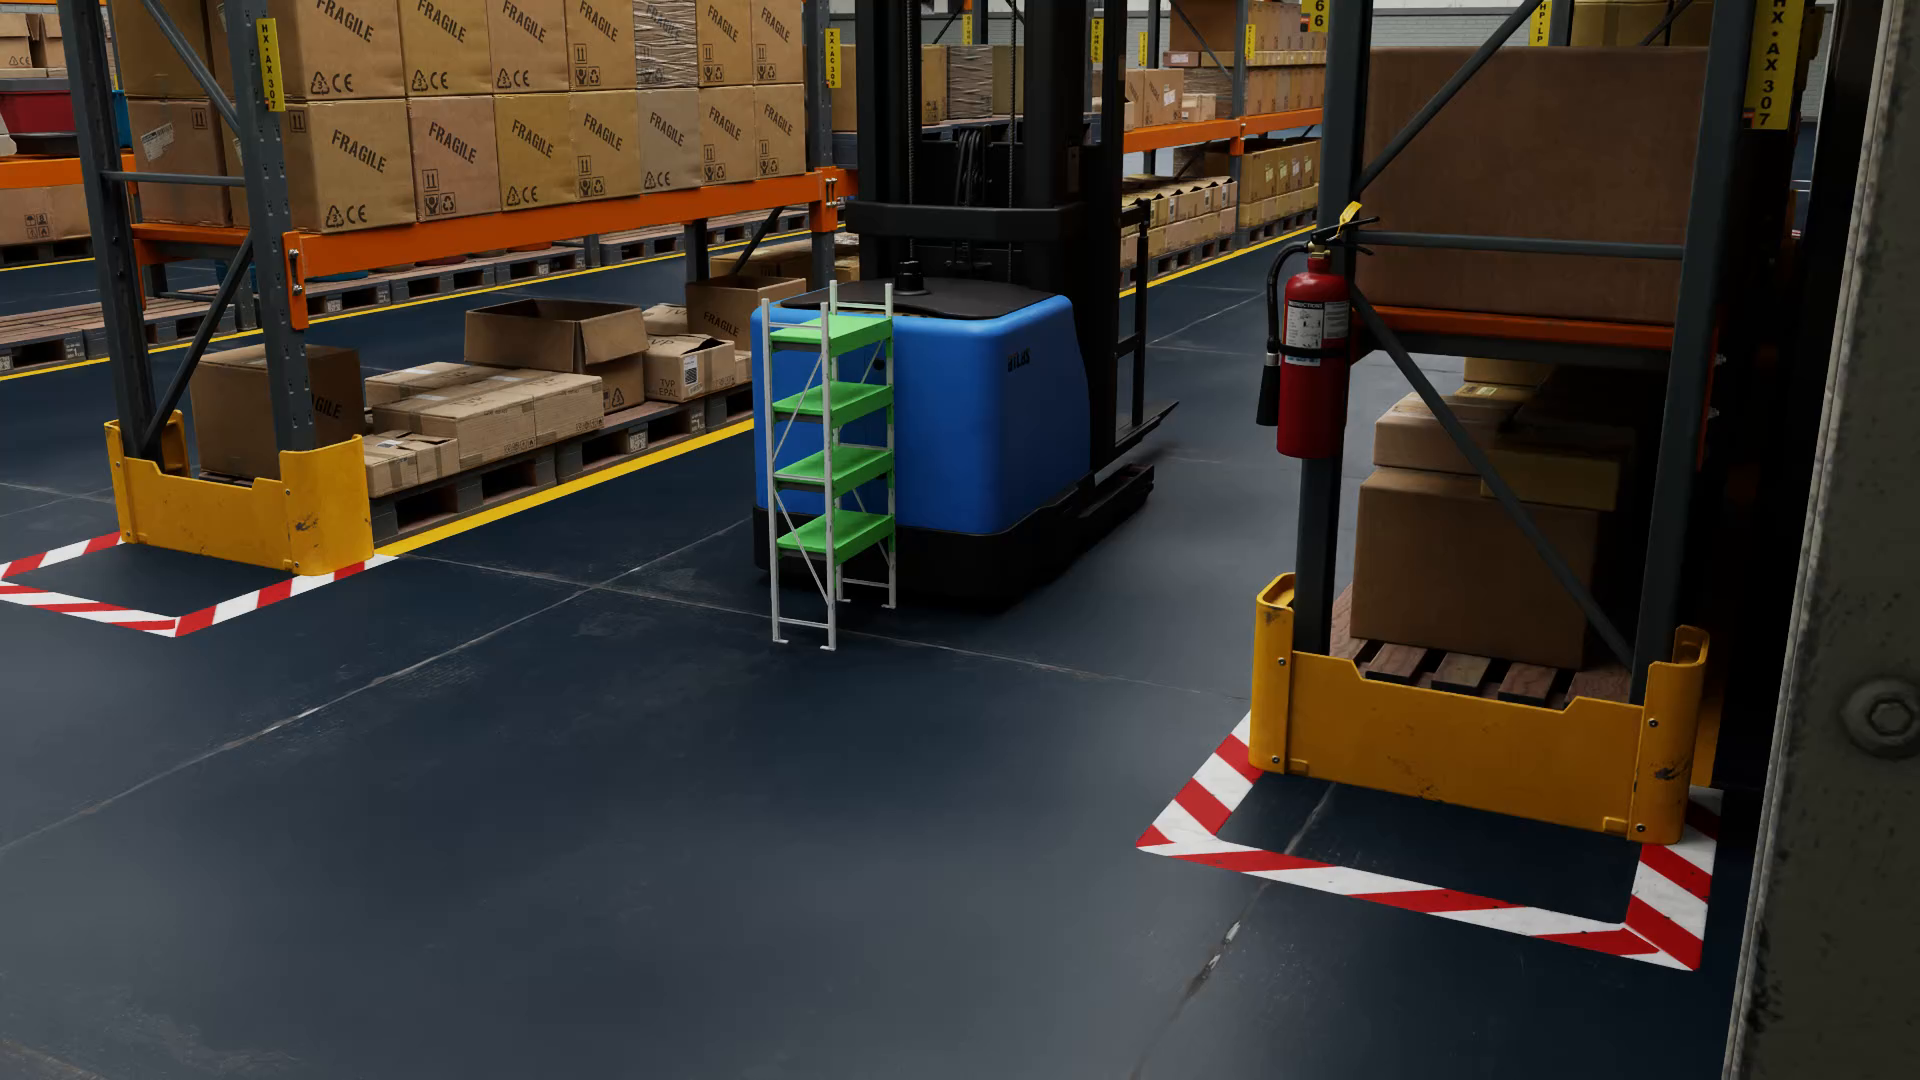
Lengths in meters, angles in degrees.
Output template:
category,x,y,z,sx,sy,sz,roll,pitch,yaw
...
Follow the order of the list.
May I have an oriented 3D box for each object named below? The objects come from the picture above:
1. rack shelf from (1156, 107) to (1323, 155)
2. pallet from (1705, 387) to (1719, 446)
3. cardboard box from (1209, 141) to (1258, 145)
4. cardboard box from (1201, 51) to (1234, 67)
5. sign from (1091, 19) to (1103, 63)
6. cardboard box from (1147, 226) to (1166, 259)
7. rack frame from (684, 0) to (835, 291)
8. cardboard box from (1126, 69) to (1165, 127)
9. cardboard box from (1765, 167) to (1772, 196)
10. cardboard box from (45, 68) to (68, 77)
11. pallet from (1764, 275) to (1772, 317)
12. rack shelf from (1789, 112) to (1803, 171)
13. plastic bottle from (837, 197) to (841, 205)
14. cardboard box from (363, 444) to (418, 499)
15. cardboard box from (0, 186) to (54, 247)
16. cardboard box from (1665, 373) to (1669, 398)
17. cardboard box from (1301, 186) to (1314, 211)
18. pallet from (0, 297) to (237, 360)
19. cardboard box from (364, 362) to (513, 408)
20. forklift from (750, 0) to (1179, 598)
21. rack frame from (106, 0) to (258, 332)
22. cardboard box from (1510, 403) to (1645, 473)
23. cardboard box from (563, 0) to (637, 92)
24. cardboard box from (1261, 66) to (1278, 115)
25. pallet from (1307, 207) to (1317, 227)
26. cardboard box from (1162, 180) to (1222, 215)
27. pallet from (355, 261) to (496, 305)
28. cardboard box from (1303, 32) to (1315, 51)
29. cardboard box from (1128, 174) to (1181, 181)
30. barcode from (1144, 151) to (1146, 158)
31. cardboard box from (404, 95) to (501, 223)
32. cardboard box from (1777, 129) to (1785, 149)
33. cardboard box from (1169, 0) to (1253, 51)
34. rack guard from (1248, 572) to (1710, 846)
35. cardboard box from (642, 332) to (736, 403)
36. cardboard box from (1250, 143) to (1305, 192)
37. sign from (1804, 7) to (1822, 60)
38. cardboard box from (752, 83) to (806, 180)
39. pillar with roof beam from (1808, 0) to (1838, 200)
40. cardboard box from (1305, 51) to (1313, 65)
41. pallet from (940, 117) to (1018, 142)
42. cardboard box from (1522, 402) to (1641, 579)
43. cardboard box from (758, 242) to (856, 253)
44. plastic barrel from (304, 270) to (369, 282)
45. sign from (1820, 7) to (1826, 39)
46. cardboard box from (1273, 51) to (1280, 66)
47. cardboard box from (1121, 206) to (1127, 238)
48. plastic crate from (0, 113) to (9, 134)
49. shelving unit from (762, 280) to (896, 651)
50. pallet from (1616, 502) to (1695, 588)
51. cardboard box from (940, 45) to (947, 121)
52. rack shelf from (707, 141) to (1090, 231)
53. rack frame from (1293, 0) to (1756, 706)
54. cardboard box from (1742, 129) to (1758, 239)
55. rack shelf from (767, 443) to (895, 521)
category,x,y,z,sx,sy,sz,roll,pitch,yaw
rack shelf,3.251,-4.608,18.535,1.077,0.370,4.000,8,18,25
pallet,3.493,-0.646,8.829,1.003,0.211,1.213,8,18,25
cardboard box,3.033,-4.215,18.723,0.500,0.500,0.500,8,18,25
cardboard box,2.651,-4.846,16.758,0.380,0.149,0.250,8,18,25
sign,1.060,-3.875,12.909,0.100,0.325,0.005,8,18,25
cardboard box,1.517,-2.665,14.822,0.500,0.250,0.500,8,18,24
rack frame,-1.217,-2.406,9.857,1.000,3.000,0.127,8,18,25
cardboard box,1.540,-4.036,15.170,0.500,0.500,0.500,8,18,25
cardboard box,3.765,-1.780,8.155,0.380,0.149,0.250,8,18,24
cardboard box,-8.747,-4.318,16.118,0.500,0.500,0.500,7,18,24
pallet,5.900,-1.967,13.277,1.003,0.211,1.213,8,18,25
rack shelf,7.684,-3.979,16.416,1.077,0.370,4.000,8,18,25
plastic bottle,-1.447,-4.022,19.438,0.097,0.201,0.097,0,17,0
cardboard box,-2.510,-0.294,6.981,0.380,0.149,0.250,8,18,25
cardboard box,-9.412,-3.243,15.670,1.225,0.875,0.875,7,18,23
cardboard box,2.568,-0.659,6.488,0.380,0.149,0.250,8,18,26
cardboard box,3.735,-3.915,19.029,0.500,0.250,0.500,8,18,25
pallet,-5.941,-1.508,11.731,1.003,0.211,1.213,8,18,25
cardboard box,-2.531,-0.688,8.129,0.500,0.250,0.500,8,18,25
forklift,0.244,-1.569,7.158,1.130,2.935,3.031,7,18,22
rack frame,-5.647,-3.037,11.981,1.000,3.000,0.127,8,18,25
cardboard box,2.000,-0.335,5.396,0.380,0.149,0.250,8,18,26
cardboard box,-1.890,-2.384,7.852,0.500,0.500,0.500,8,18,25
cardboard box,3.007,-4.868,17.970,0.700,0.500,0.500,8,18,26
pallet,3.840,-3.926,19.871,1.003,0.211,1.213,8,18,25
cardboard box,2.206,-3.323,16.050,0.500,0.311,0.500,9,19,27
pallet,-4.721,-2.204,14.073,1.003,0.211,1.213,8,18,25
cardboard box,3.671,-5.867,19.055,0.700,0.500,0.500,8,18,24
cardboard box,1.950,-3.522,16.721,0.500,0.311,0.500,8,18,26
barcode,1.871,-3.905,16.833,0.001,0.075,0.075,8,18,25
cardboard box,-2.345,-1.647,7.124,0.500,0.500,0.500,8,18,25
cardboard box,4.340,-2.453,9.283,0.500,0.500,0.500,9,19,27
cardboard box,2.550,-5.227,16.902,0.700,0.500,0.500,8,18,26
rack guard,1.418,0.447,4.643,1.175,0.500,0.348,8,18,25
cardboard box,-1.553,-0.956,8.923,0.500,0.311,0.500,8,18,25
cardboard box,3.513,-4.147,18.493,0.500,0.500,0.500,8,18,25
sign,5.501,-3.281,10.768,0.100,0.325,0.005,8,18,25
cardboard box,-1.211,-2.294,9.304,0.500,0.500,0.500,8,19,26
pillar with roof beam,7.869,-9.497,23.193,9.100,9.000,0.400,8,18,25
cardboard box,3.800,-5.504,18.972,0.380,0.149,0.250,8,18,26
pallet,-0.295,-2.837,11.644,1.003,0.211,1.213,8,18,25
cardboard box,2.099,-0.208,6.108,0.700,0.500,0.500,7,18,24
cardboard box,-1.025,-1.706,11.116,0.500,0.500,0.500,8,18,26
plastic barrel,-5.072,-2.549,13.287,0.600,0.901,0.708,8,18,25
sign,9.065,-5.464,17.564,0.100,0.325,0.005,8,18,25
cardboard box,3.223,-5.175,17.865,0.380,0.149,0.250,8,18,24
cardboard box,1.067,-2.673,13.862,0.500,0.311,0.500,9,19,27
plastic crate,-6.494,-2.644,10.759,0.437,0.282,0.530,8,18,25
shelving unit,-0.446,-0.271,5.831,0.258,1.200,0.503,7,18,22
pallet,2.262,0.056,6.466,1.003,0.211,1.213,8,18,25
cardboard box,-0.483,-3.113,11.324,0.700,0.500,0.500,3,17,11
rack shelf,-0.324,-2.571,11.674,1.077,0.370,4.000,8,18,25
rack frame,1.428,-0.758,4.307,1.000,3.000,0.127,8,18,25
cardboard box,2.628,-1.599,6.613,0.980,0.700,0.700,8,18,24
rack shelf,-0.446,-0.210,5.849,0.258,0.148,0.480,7,18,22
